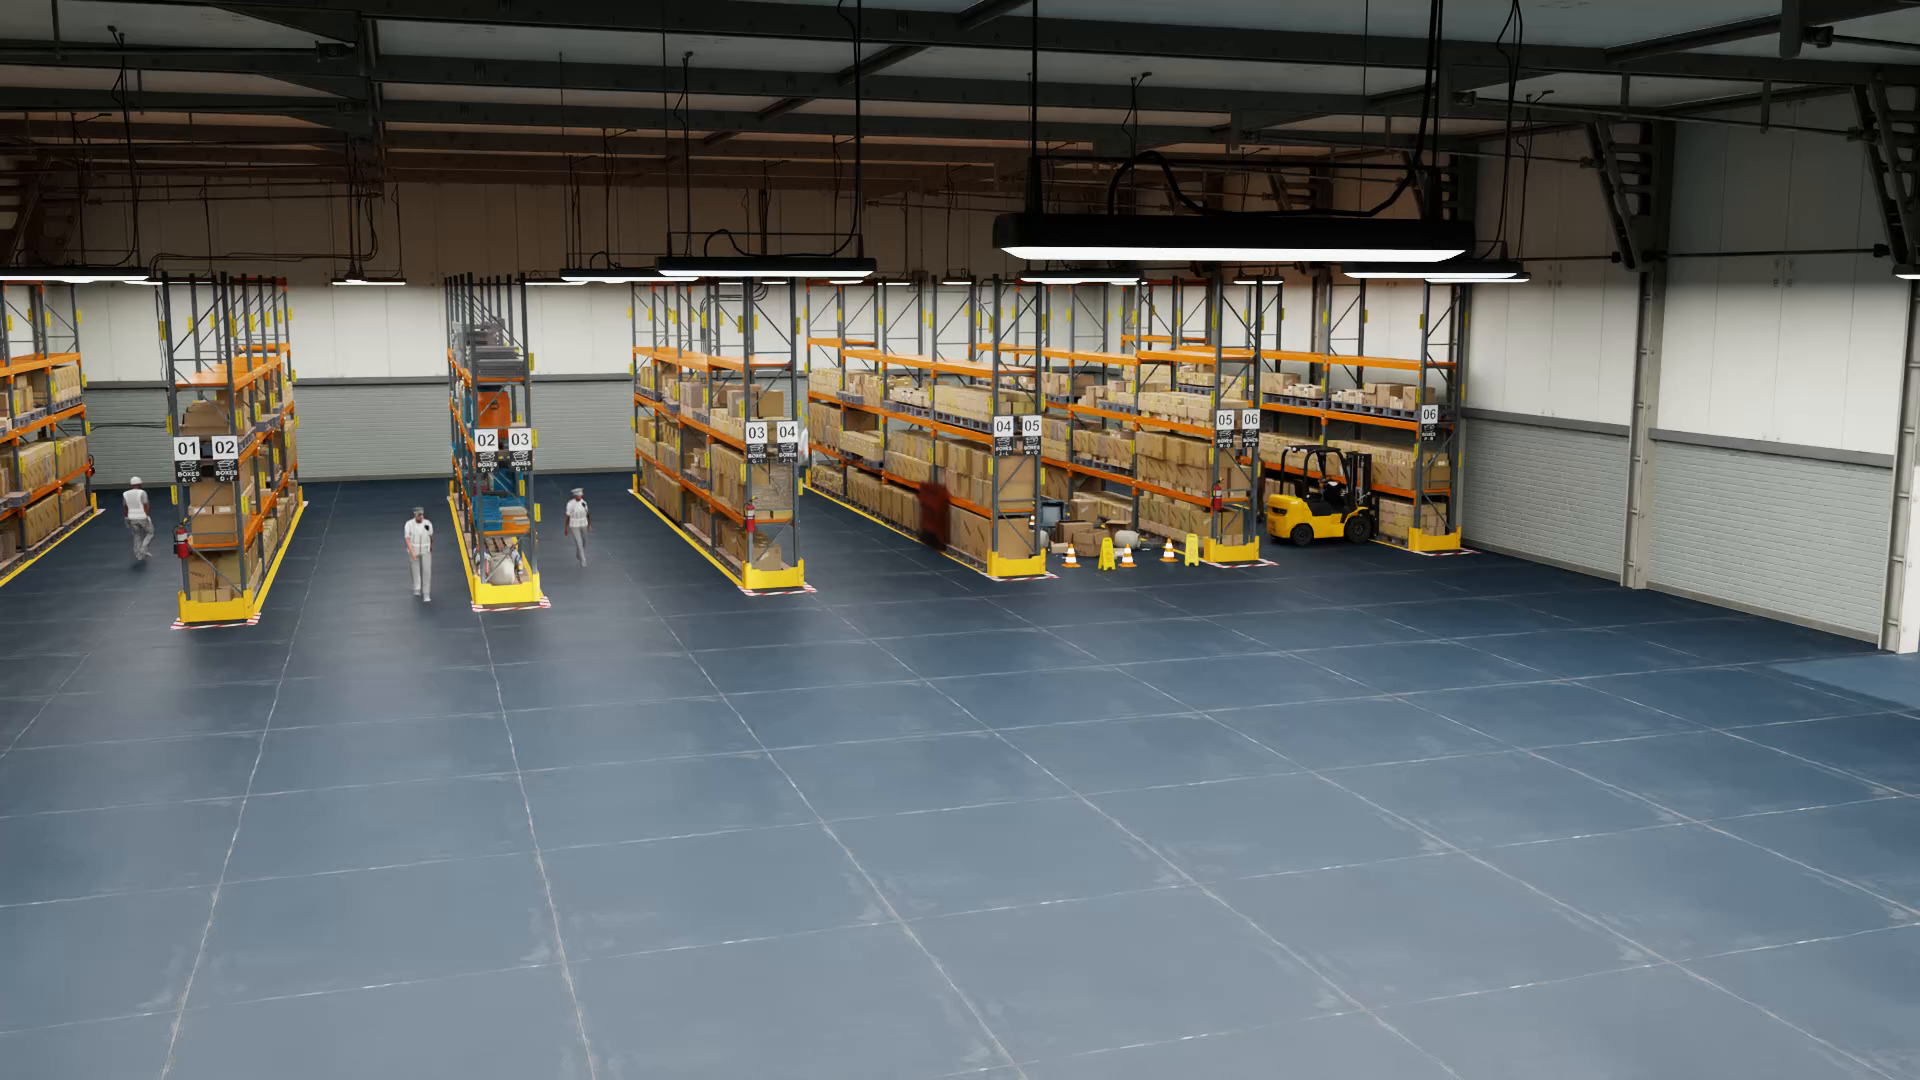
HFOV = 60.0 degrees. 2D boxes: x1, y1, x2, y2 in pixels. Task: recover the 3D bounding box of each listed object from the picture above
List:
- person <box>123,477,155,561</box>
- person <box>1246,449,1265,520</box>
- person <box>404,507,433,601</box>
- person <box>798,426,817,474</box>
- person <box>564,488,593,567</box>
[{"bbox_3d":[-17.350,-0.444,35.105,0.595,1.767,0.550,-1,9,-4],"label":"person"},{"bbox_3d":[7.370,-1.381,41.248,0.606,1.770,0.500,-8,12,-43],"label":"person"},{"bbox_3d":[-10.024,0.228,30.877,0.528,1.706,0.969,-4,10,-25],"label":"person"},{"bbox_3d":[-4.683,-2.758,50.635,1.206,1.716,0.558,0,9,0],"label":"person"},{"bbox_3d":[-7.907,-0.277,34.510,0.564,1.605,1.045,-5,10,-30],"label":"person"}]
